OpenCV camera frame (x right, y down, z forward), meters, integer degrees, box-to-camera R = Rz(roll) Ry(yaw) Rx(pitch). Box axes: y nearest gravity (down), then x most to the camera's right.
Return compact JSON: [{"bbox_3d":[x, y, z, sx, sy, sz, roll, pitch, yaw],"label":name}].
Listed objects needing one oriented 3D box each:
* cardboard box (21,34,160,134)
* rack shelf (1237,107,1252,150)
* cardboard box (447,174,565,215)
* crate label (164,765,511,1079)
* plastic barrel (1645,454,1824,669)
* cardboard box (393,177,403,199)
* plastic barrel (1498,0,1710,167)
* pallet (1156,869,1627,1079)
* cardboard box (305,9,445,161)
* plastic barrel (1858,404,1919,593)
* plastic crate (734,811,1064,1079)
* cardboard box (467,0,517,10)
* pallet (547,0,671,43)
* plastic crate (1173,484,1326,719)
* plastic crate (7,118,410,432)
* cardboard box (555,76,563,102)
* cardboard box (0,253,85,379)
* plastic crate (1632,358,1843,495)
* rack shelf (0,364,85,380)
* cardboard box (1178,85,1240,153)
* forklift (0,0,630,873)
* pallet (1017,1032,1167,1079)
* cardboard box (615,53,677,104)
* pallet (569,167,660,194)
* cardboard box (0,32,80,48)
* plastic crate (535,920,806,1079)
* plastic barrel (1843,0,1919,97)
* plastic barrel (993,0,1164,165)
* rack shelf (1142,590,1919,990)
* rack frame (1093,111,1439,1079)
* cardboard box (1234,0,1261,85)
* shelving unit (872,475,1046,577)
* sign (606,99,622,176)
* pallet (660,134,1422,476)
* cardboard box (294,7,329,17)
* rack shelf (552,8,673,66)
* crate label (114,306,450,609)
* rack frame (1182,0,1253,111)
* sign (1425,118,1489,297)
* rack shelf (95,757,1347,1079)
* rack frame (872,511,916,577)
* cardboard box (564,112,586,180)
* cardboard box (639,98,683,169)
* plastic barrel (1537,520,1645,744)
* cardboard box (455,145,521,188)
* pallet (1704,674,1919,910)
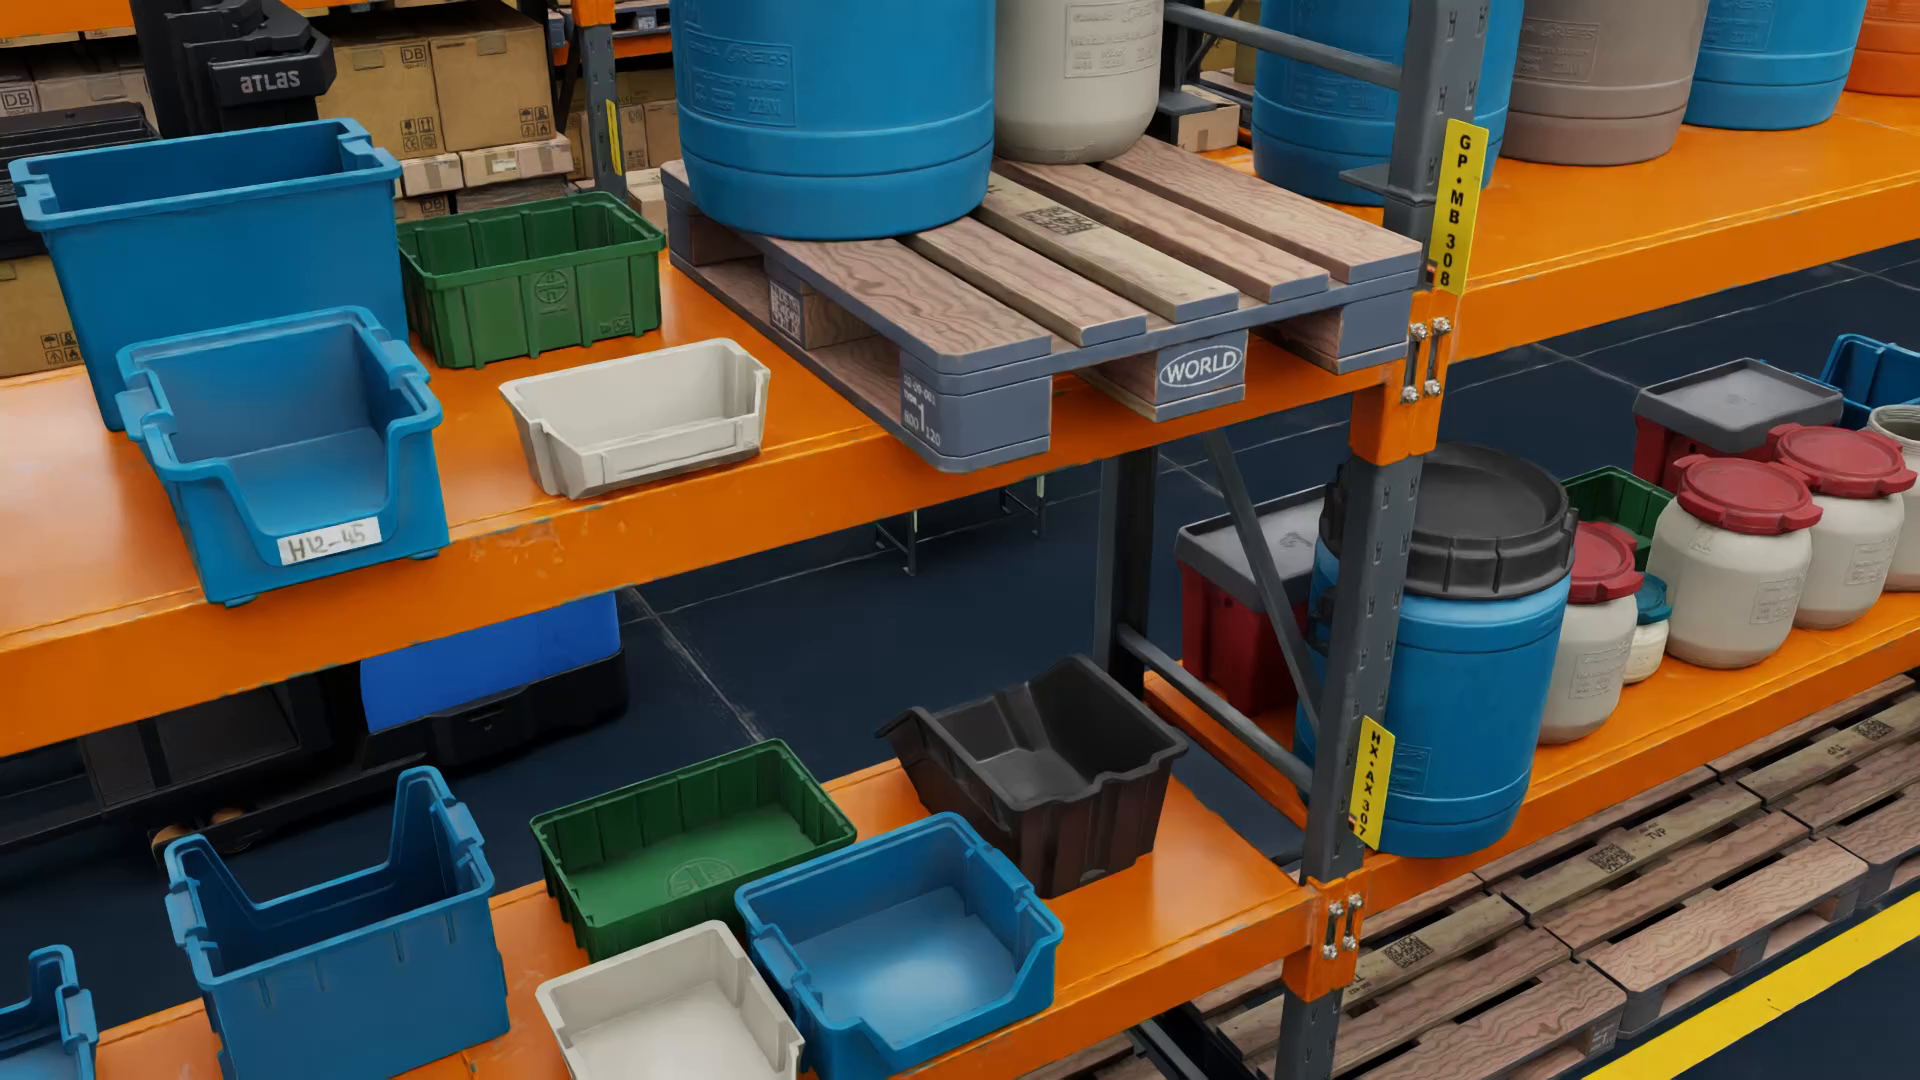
[{"bbox_3d":[-3.504,-1.744,6.860,0.500,0.500,0.700,-16,33,-26],"label":"cardboard box"},{"bbox_3d":[3.346,-2.766,10.903,4.000,0.370,1.077,-16,33,-26],"label":"rack shelf"},{"bbox_3d":[-2.206,-1.545,7.842,0.500,0.500,0.700,-17,33,-28],"label":"cardboard box"},{"bbox_3d":[-1.320,0.852,3.565,0.616,0.435,0.502,-16,33,-26],"label":"crate label"},{"bbox_3d":[2.248,0.070,4.878,0.433,0.535,0.433,0,29,0],"label":"plastic barrel"},{"bbox_3d":[-2.618,-1.595,7.261,0.250,0.149,0.380,-16,33,-26],"label":"cardboard box"},{"bbox_3d":[1.572,-1.456,4.160,0.600,0.901,0.600,0,29,0],"label":"plastic barrel"},{"bbox_3d":[1.337,1.464,5.378,1.213,0.211,1.003,-16,33,-26],"label":"pallet"},{"bbox_3d":[-2.641,-1.989,7.303,0.500,0.500,0.700,-16,33,-26],"label":"cardboard box"},{"bbox_3d":[2.986,-0.132,5.270,0.421,0.512,0.421,0,29,0],"label":"plastic barrel"},{"bbox_3d":[-0.137,0.901,3.667,0.616,0.251,0.499,-16,33,-26],"label":"plastic crate"},{"bbox_3d":[-3.398,-4.156,12.117,0.500,0.500,0.700,-12,31,-21],"label":"cardboard box"},{"bbox_3d":[-2.577,-4.069,12.717,1.213,0.211,1.003,-16,33,-26],"label":"pallet"},{"bbox_3d":[0.942,0.178,4.757,0.583,0.464,0.402,-16,33,-26],"label":"plastic crate"},{"bbox_3d":[-1.278,-0.467,2.905,0.575,0.384,0.392,-16,33,-26],"label":"plastic crate"},{"bbox_3d":[-3.336,-3.398,12.659,0.500,0.250,0.500,-17,33,-27],"label":"cardboard box"},{"bbox_3d":[-3.985,-1.036,6.919,0.500,0.500,0.700,-16,33,-26],"label":"cardboard box"},{"bbox_3d":[2.580,-0.287,5.600,0.583,0.464,0.402,-16,33,-26],"label":"plastic crate"},{"bbox_3d":[-3.551,-0.808,7.354,4.000,0.370,1.077,-16,33,-26],"label":"rack shelf"},{"bbox_3d":[1.286,-2.482,9.735,0.500,0.311,0.500,-14,32,-23],"label":"cardboard box"},{"bbox_3d":[-2.890,-0.367,5.882,3.031,2.935,1.130,-18,33,-29],"label":"forklift"},{"bbox_3d":[0.079,1.820,4.734,1.213,0.211,1.003,-16,33,-26],"label":"pallet"},{"bbox_3d":[-2.450,-3.642,13.100,0.500,0.250,0.500,-16,33,-27],"label":"cardboard box"},{"bbox_3d":[-2.616,-2.946,13.370,1.213,0.211,1.003,-16,33,-26],"label":"pallet"},{"bbox_3d":[-5.906,-3.331,10.540,0.500,0.500,0.500,-15,32,-25],"label":"cardboard box"},{"bbox_3d":[-0.592,1.070,3.479,0.437,0.136,0.530,-16,33,-26],"label":"plastic crate"},{"bbox_3d":[2.746,-1.758,4.782,0.708,0.830,0.600,-16,33,-26],"label":"plastic barrel"},{"bbox_3d":[0.208,-1.071,3.431,0.421,0.512,0.421,0,29,0],"label":"plastic barrel"},{"bbox_3d":[2.404,0.277,5.388,4.000,0.370,1.077,-16,33,-26],"label":"rack shelf"},{"bbox_3d":[0.679,0.452,4.327,0.127,3.000,1.000,-16,33,-26],"label":"rack frame"},{"bbox_3d":[2.107,-3.020,10.080,0.700,0.500,0.500,22,36,34],"label":"cardboard box"},{"bbox_3d":[-0.006,-0.655,7.885,0.755,1.500,0.431,-16,33,-26],"label":"shelving unit"},{"bbox_3d":[-1.545,-1.795,7.421,0.005,0.325,0.100,-16,33,-26],"label":"sign"},{"bbox_3d":[0.107,-0.561,3.254,1.003,0.211,1.213,-16,33,-26],"label":"pallet"},{"bbox_3d":[-4.591,-3.702,11.212,0.500,0.500,0.500,-16,33,-26],"label":"cardboard box"},{"bbox_3d":[-2.616,-3.850,12.866,4.000,0.370,1.077,-16,33,-26],"label":"rack shelf"},{"bbox_3d":[-0.988,-0.138,2.445,0.408,0.251,0.502,-16,33,-26],"label":"crate label"},{"bbox_3d":[1.622,-2.592,9.842,0.127,3.000,1.000,-16,33,-26],"label":"rack frame"},{"bbox_3d":[0.948,-0.633,3.180,0.005,0.325,0.100,-16,33,-26],"label":"sign"},{"bbox_3d":[-1.045,1.256,3.613,4.000,0.370,1.077,-16,33,-26],"label":"rack shelf"},{"bbox_3d":[-0.321,-0.565,7.722,0.023,1.500,0.400,-16,33,-26],"label":"rack frame"},{"bbox_3d":[-3.294,-3.108,12.909,0.500,0.500,0.700,-17,33,-27],"label":"cardboard box"},{"bbox_3d":[-2.403,-3.344,13.336,0.500,0.500,0.700,-16,33,-27],"label":"cardboard box"},{"bbox_3d":[1.615,0.250,4.553,0.433,0.535,0.433,0,29,0],"label":"plastic barrel"},{"bbox_3d":[-2.167,-1.725,7.496,0.250,0.149,0.380,-17,33,-27],"label":"cardboard box"},{"bbox_3d":[3.440,0.867,6.460,1.213,0.211,1.003,-16,33,-26],"label":"pallet"}]
